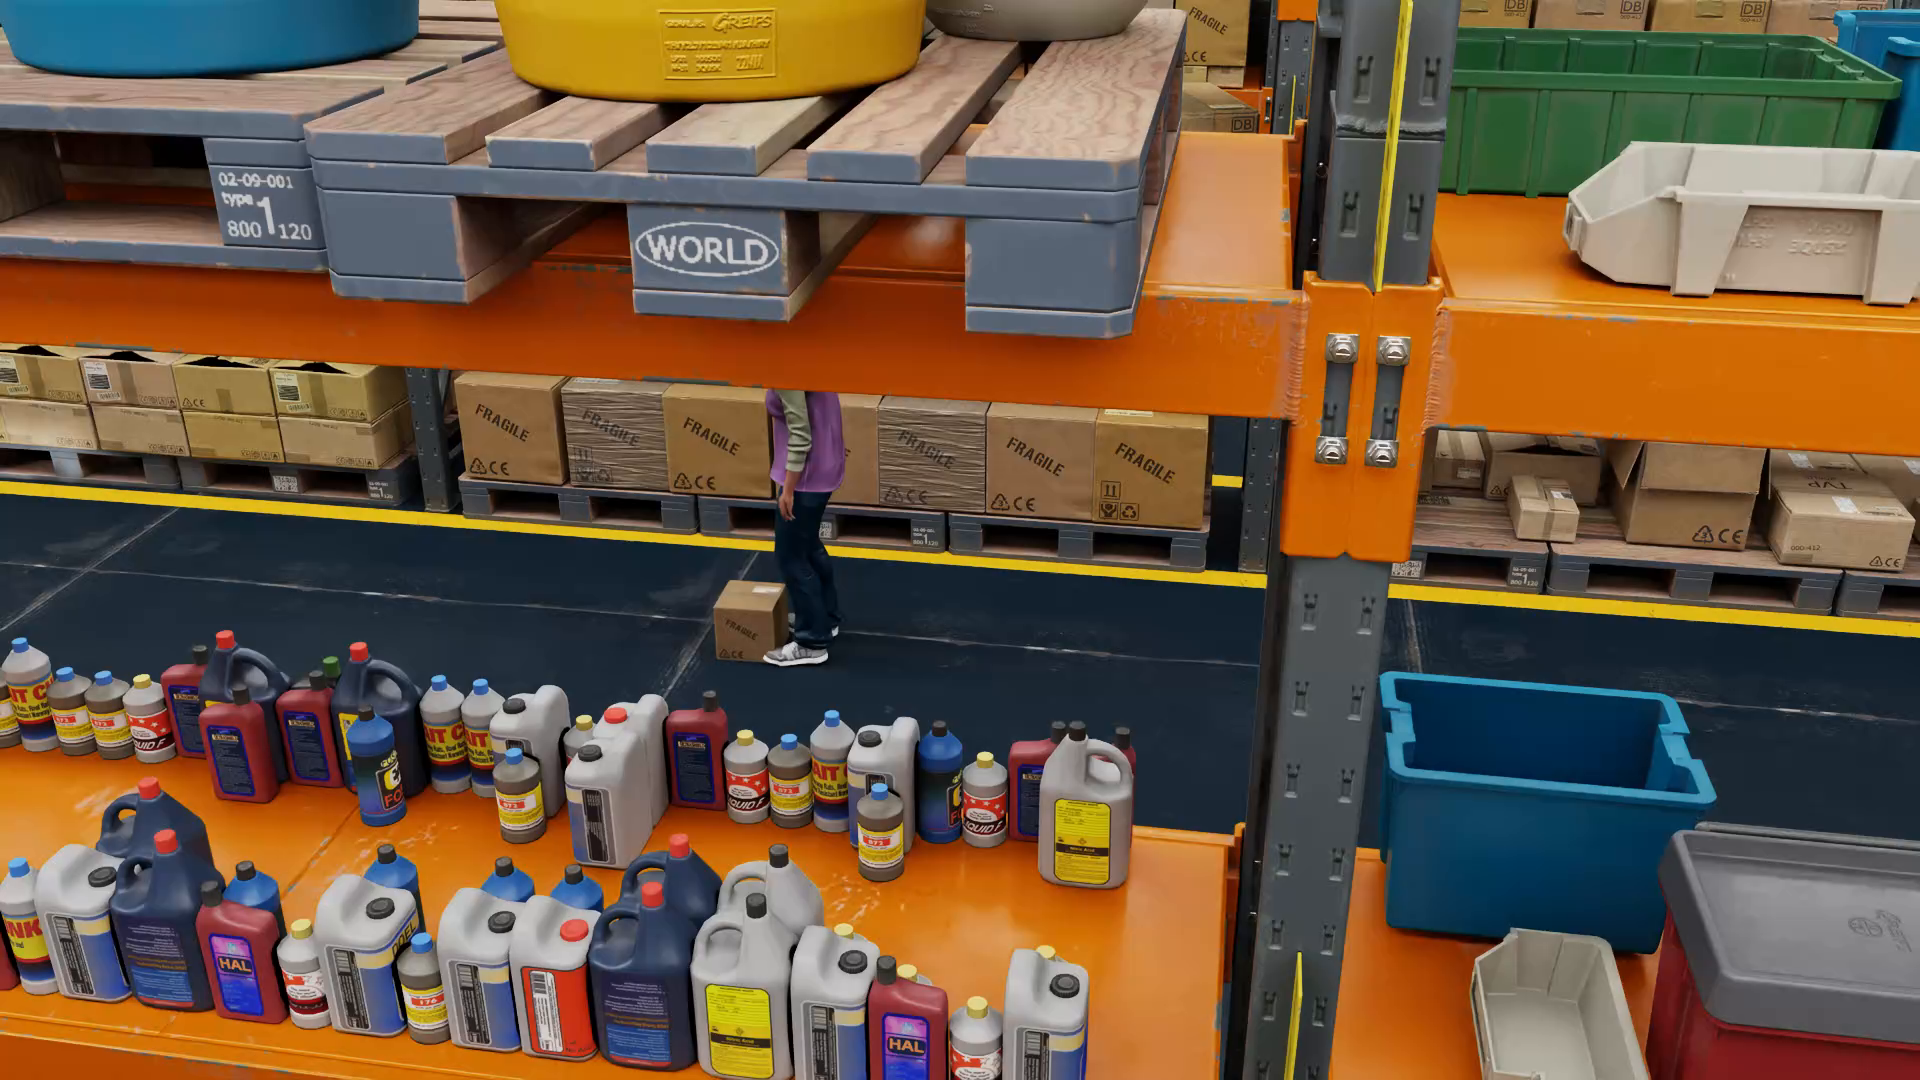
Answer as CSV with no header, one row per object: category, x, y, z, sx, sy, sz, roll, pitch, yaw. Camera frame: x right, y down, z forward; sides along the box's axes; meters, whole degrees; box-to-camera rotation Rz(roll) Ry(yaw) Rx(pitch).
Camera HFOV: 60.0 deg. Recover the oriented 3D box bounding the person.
person,-0.643,-0.145,6.710,0.328,1.351,0.470,3,25,6
